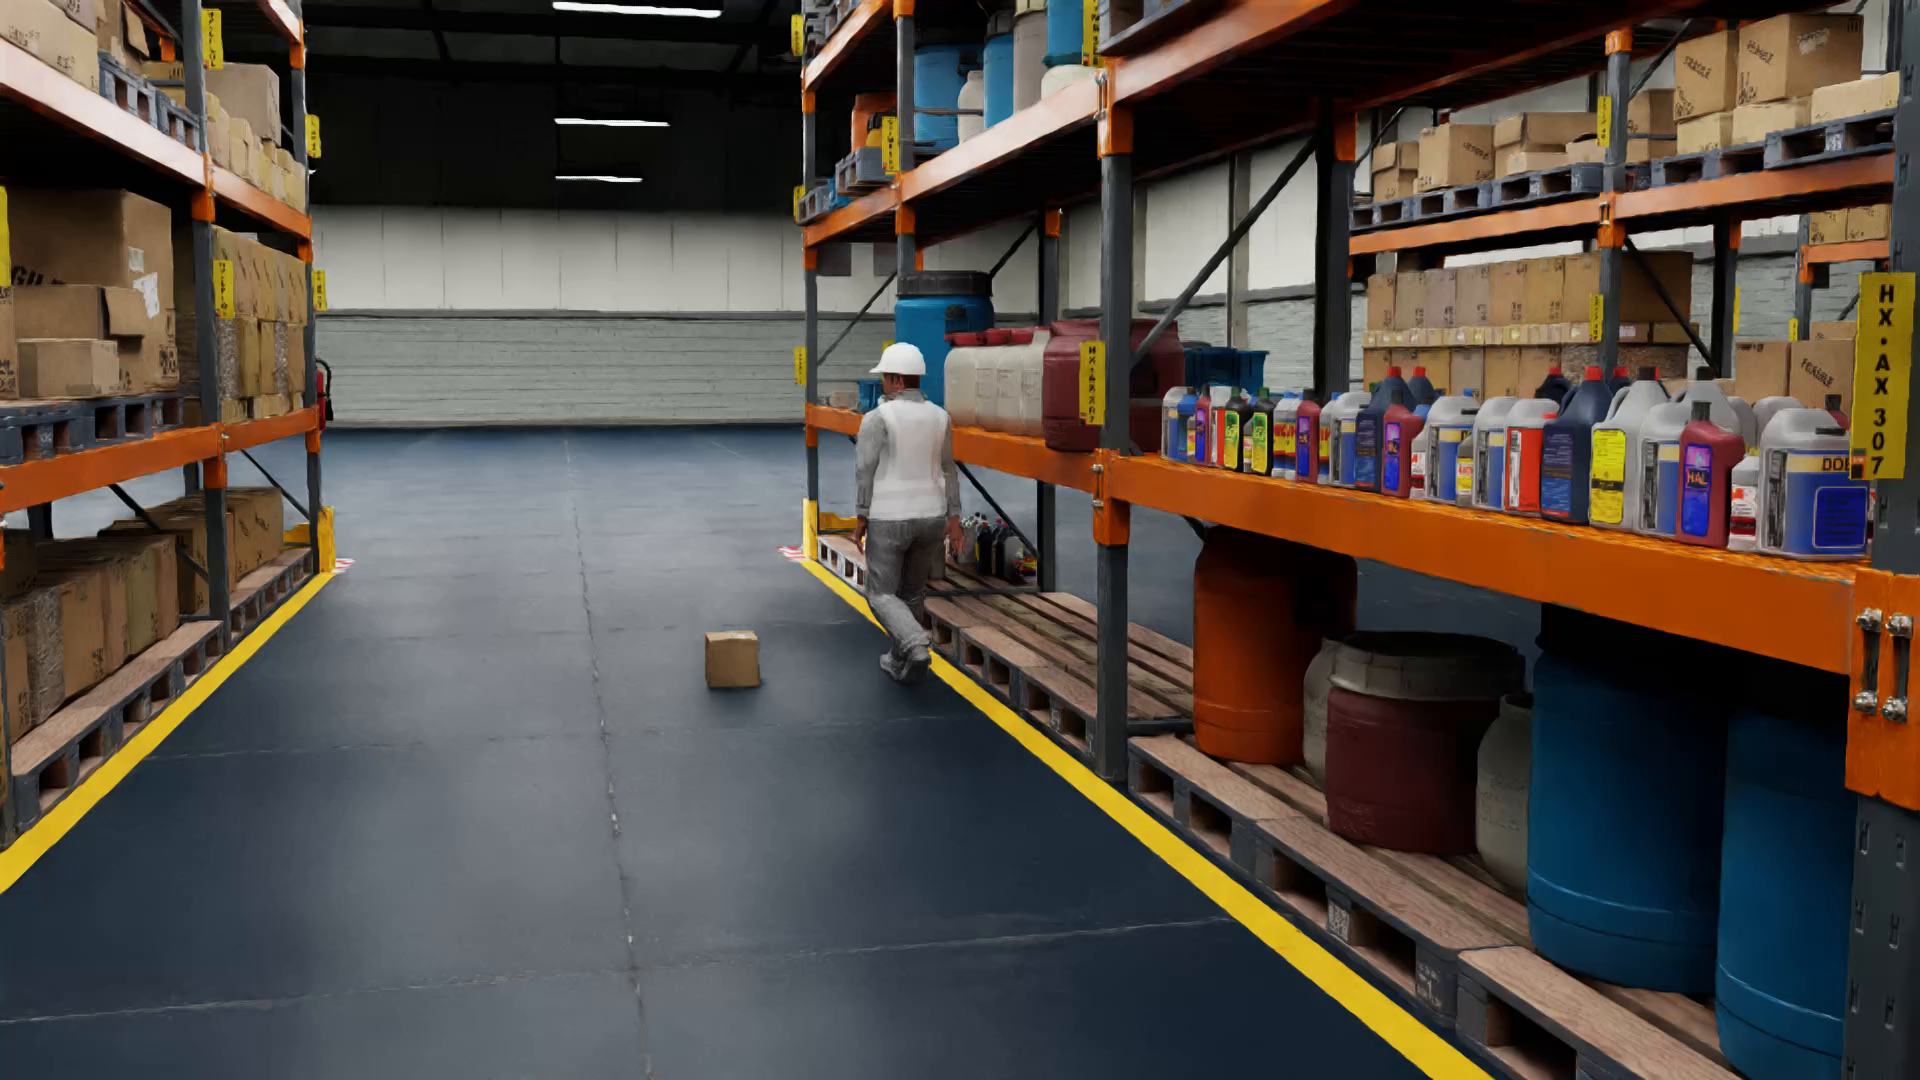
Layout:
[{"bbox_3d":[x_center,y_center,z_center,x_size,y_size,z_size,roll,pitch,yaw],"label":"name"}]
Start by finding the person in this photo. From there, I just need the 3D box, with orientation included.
[{"bbox_3d":[-0.274,-0.116,8.440,0.583,1.759,0.878,-3,7,-28],"label":"person"}]
